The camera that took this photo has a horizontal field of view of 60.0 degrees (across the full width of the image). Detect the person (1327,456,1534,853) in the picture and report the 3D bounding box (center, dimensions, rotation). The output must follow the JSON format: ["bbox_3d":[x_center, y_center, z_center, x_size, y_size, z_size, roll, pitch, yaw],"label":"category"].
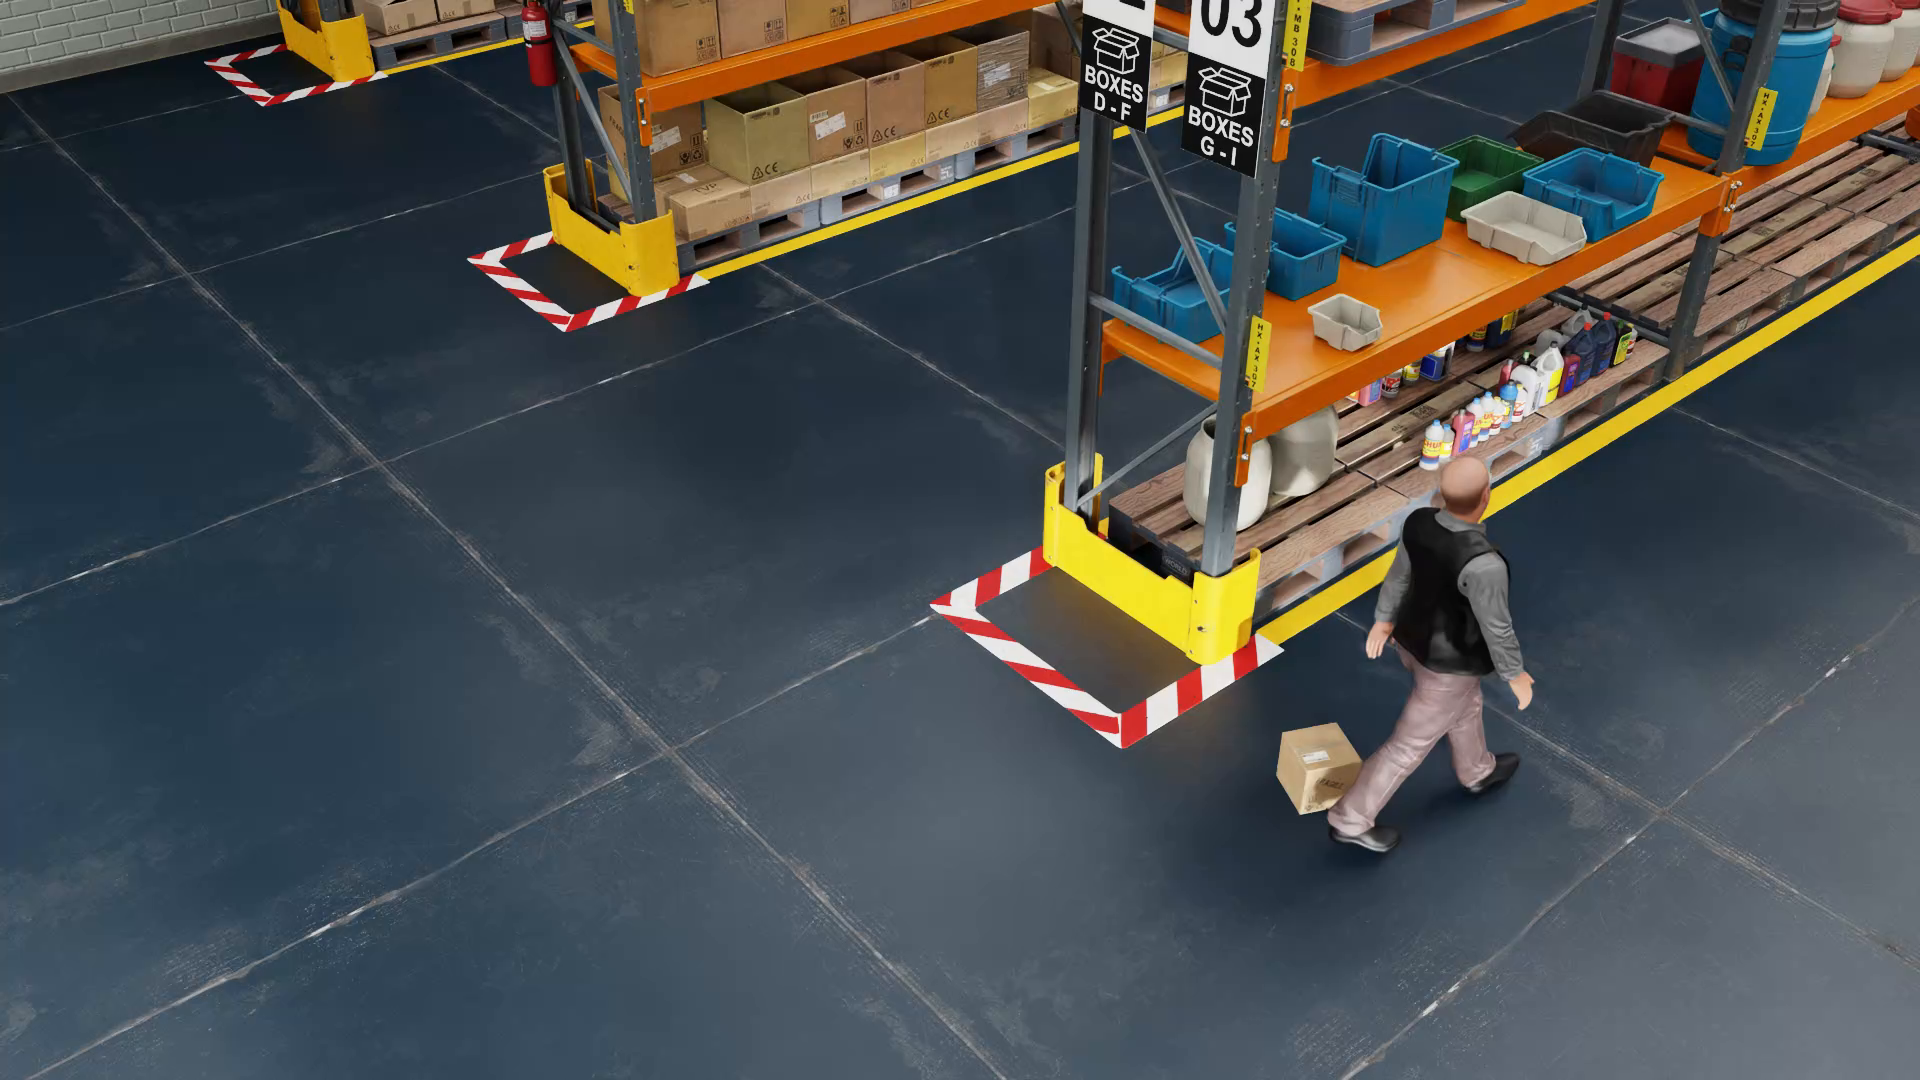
[{"bbox_3d":[1.941,0.435,6.503,0.999,1.675,0.606,-9,37,-12],"label":"person"}]
